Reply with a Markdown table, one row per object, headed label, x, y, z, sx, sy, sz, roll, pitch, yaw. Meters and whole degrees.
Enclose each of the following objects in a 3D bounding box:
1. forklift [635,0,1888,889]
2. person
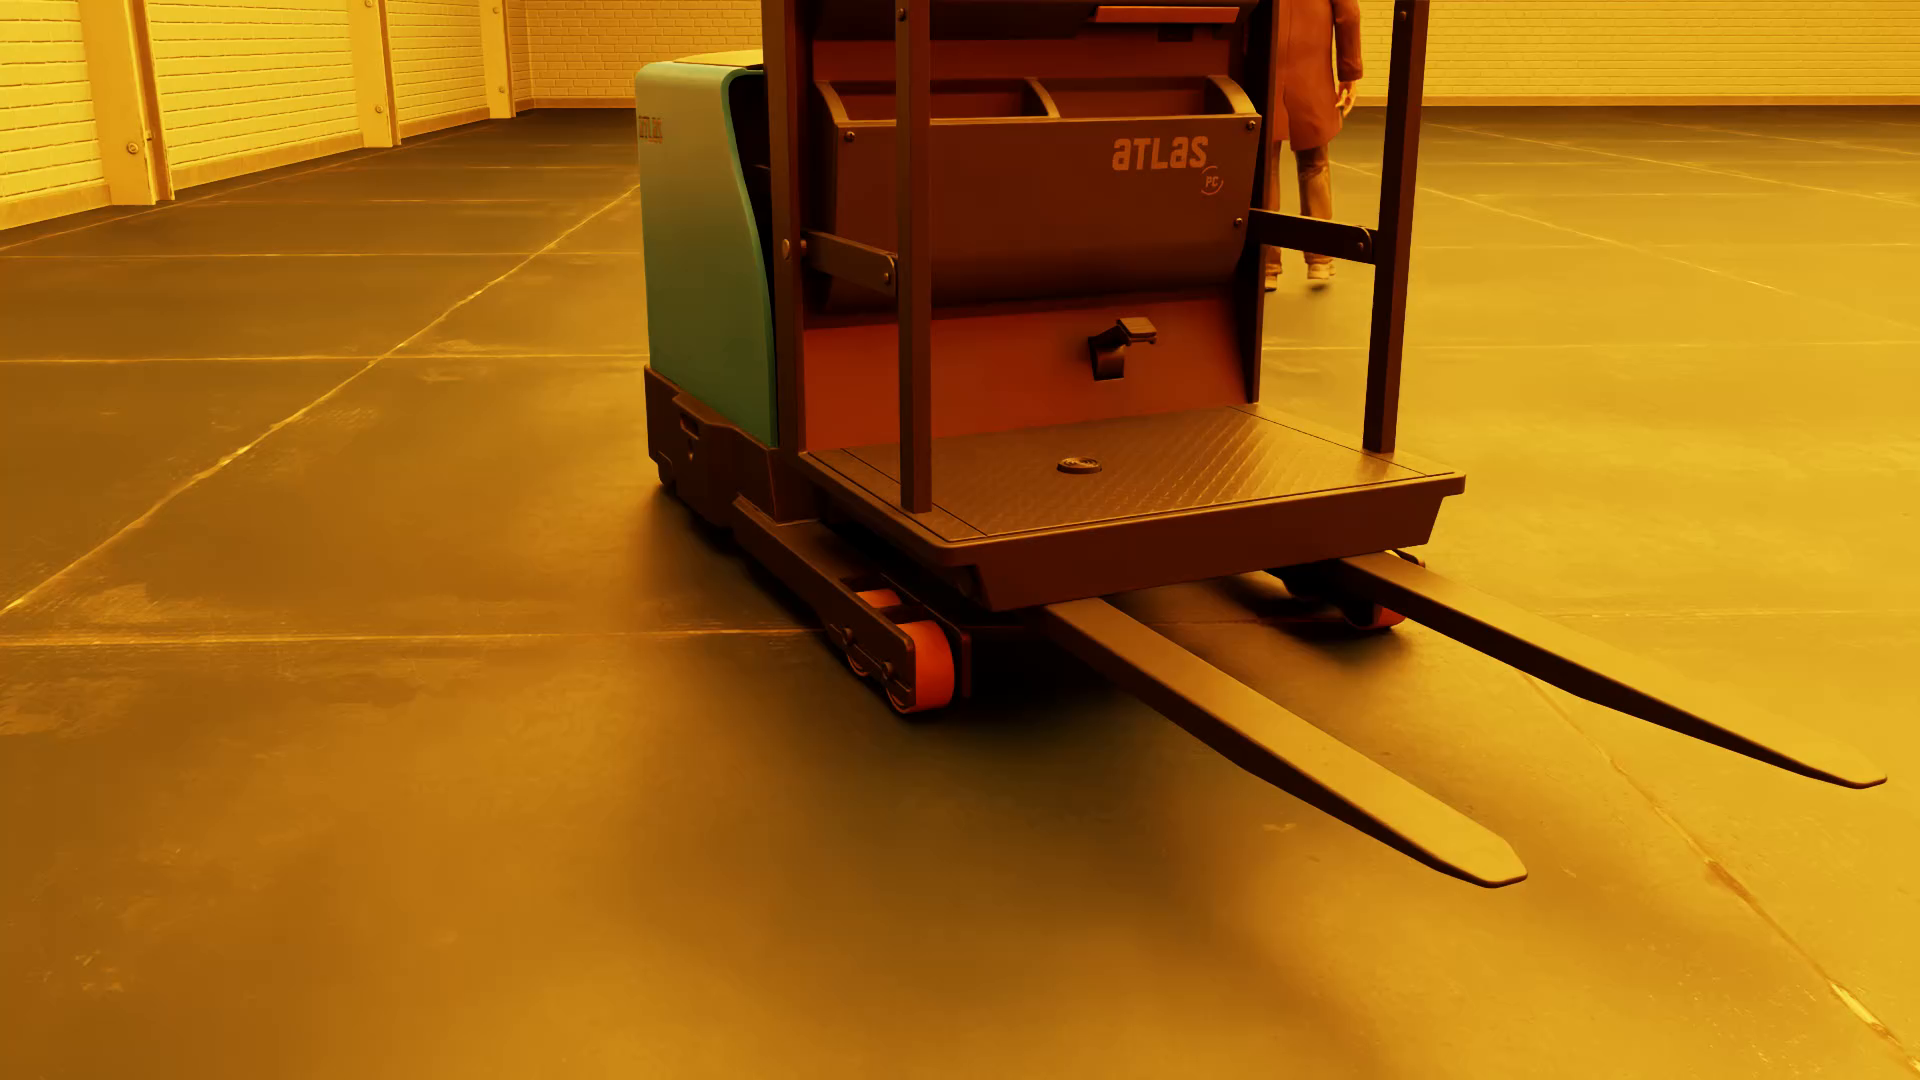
| label | x | y | z | sx | sy | sz | roll | pitch | yaw |
| --- | --- | --- | --- | --- | --- | --- | --- | --- | --- |
| forklift | 0.258 | -1.240 | 2.962 | 1.130 | 2.935 | 3.031 | -8 | 19 | -24 |
| person | 1.464 | -2.039 | 7.535 | 0.690 | 1.785 | 0.554 | 2 | 17 | 8 |
